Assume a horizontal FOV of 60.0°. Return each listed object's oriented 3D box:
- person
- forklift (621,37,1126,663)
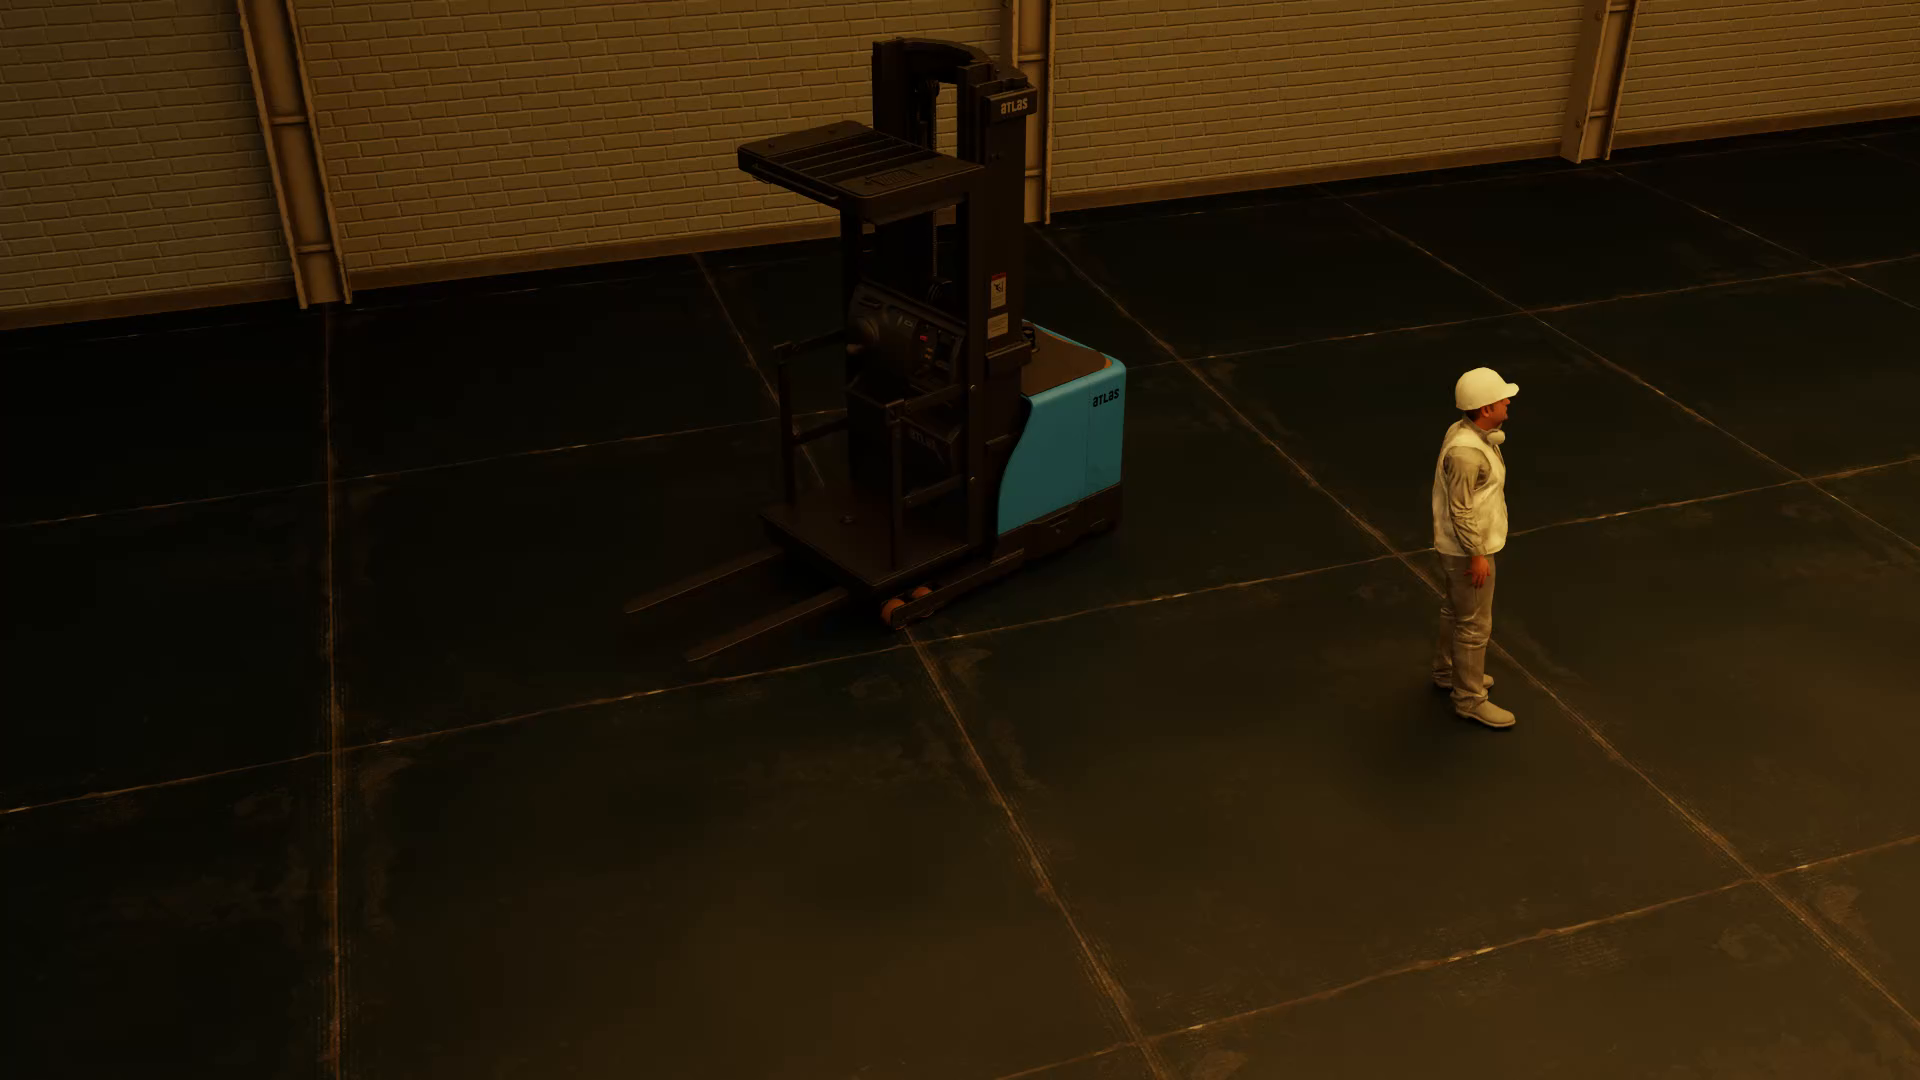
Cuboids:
[{"bbox_3d":[2.595,0.004,8.224,0.569,1.773,0.632,8,31,14],"label":"person"},{"bbox_3d":[-0.461,-1.072,8.951,3.031,2.935,1.130,-23,37,-34],"label":"forklift"}]
